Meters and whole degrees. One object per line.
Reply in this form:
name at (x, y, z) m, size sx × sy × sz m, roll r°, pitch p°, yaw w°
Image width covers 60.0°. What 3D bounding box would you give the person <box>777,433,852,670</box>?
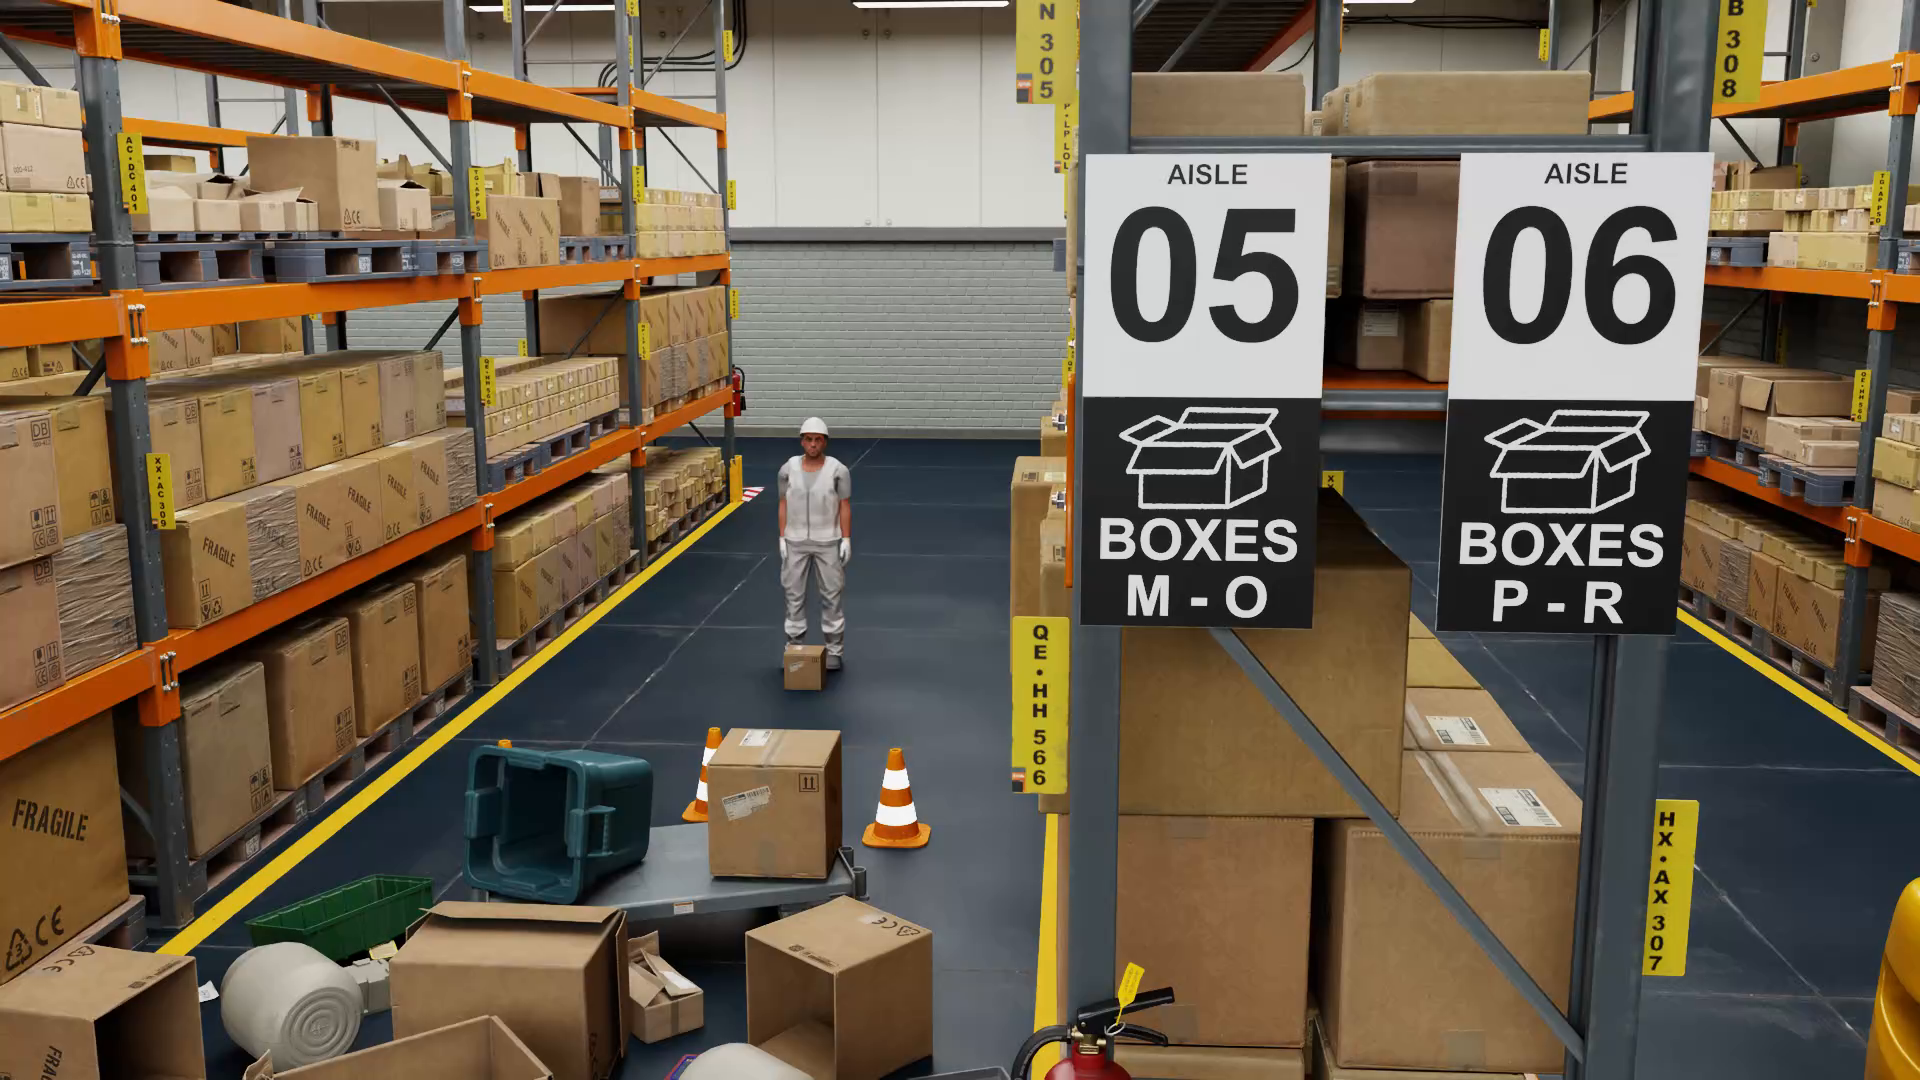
person at (-14.065, 1.420, 4.410) m, size 25.183 × 1.740 × 17.442 m, roll 1°, pitch 11°, yaw 5°
